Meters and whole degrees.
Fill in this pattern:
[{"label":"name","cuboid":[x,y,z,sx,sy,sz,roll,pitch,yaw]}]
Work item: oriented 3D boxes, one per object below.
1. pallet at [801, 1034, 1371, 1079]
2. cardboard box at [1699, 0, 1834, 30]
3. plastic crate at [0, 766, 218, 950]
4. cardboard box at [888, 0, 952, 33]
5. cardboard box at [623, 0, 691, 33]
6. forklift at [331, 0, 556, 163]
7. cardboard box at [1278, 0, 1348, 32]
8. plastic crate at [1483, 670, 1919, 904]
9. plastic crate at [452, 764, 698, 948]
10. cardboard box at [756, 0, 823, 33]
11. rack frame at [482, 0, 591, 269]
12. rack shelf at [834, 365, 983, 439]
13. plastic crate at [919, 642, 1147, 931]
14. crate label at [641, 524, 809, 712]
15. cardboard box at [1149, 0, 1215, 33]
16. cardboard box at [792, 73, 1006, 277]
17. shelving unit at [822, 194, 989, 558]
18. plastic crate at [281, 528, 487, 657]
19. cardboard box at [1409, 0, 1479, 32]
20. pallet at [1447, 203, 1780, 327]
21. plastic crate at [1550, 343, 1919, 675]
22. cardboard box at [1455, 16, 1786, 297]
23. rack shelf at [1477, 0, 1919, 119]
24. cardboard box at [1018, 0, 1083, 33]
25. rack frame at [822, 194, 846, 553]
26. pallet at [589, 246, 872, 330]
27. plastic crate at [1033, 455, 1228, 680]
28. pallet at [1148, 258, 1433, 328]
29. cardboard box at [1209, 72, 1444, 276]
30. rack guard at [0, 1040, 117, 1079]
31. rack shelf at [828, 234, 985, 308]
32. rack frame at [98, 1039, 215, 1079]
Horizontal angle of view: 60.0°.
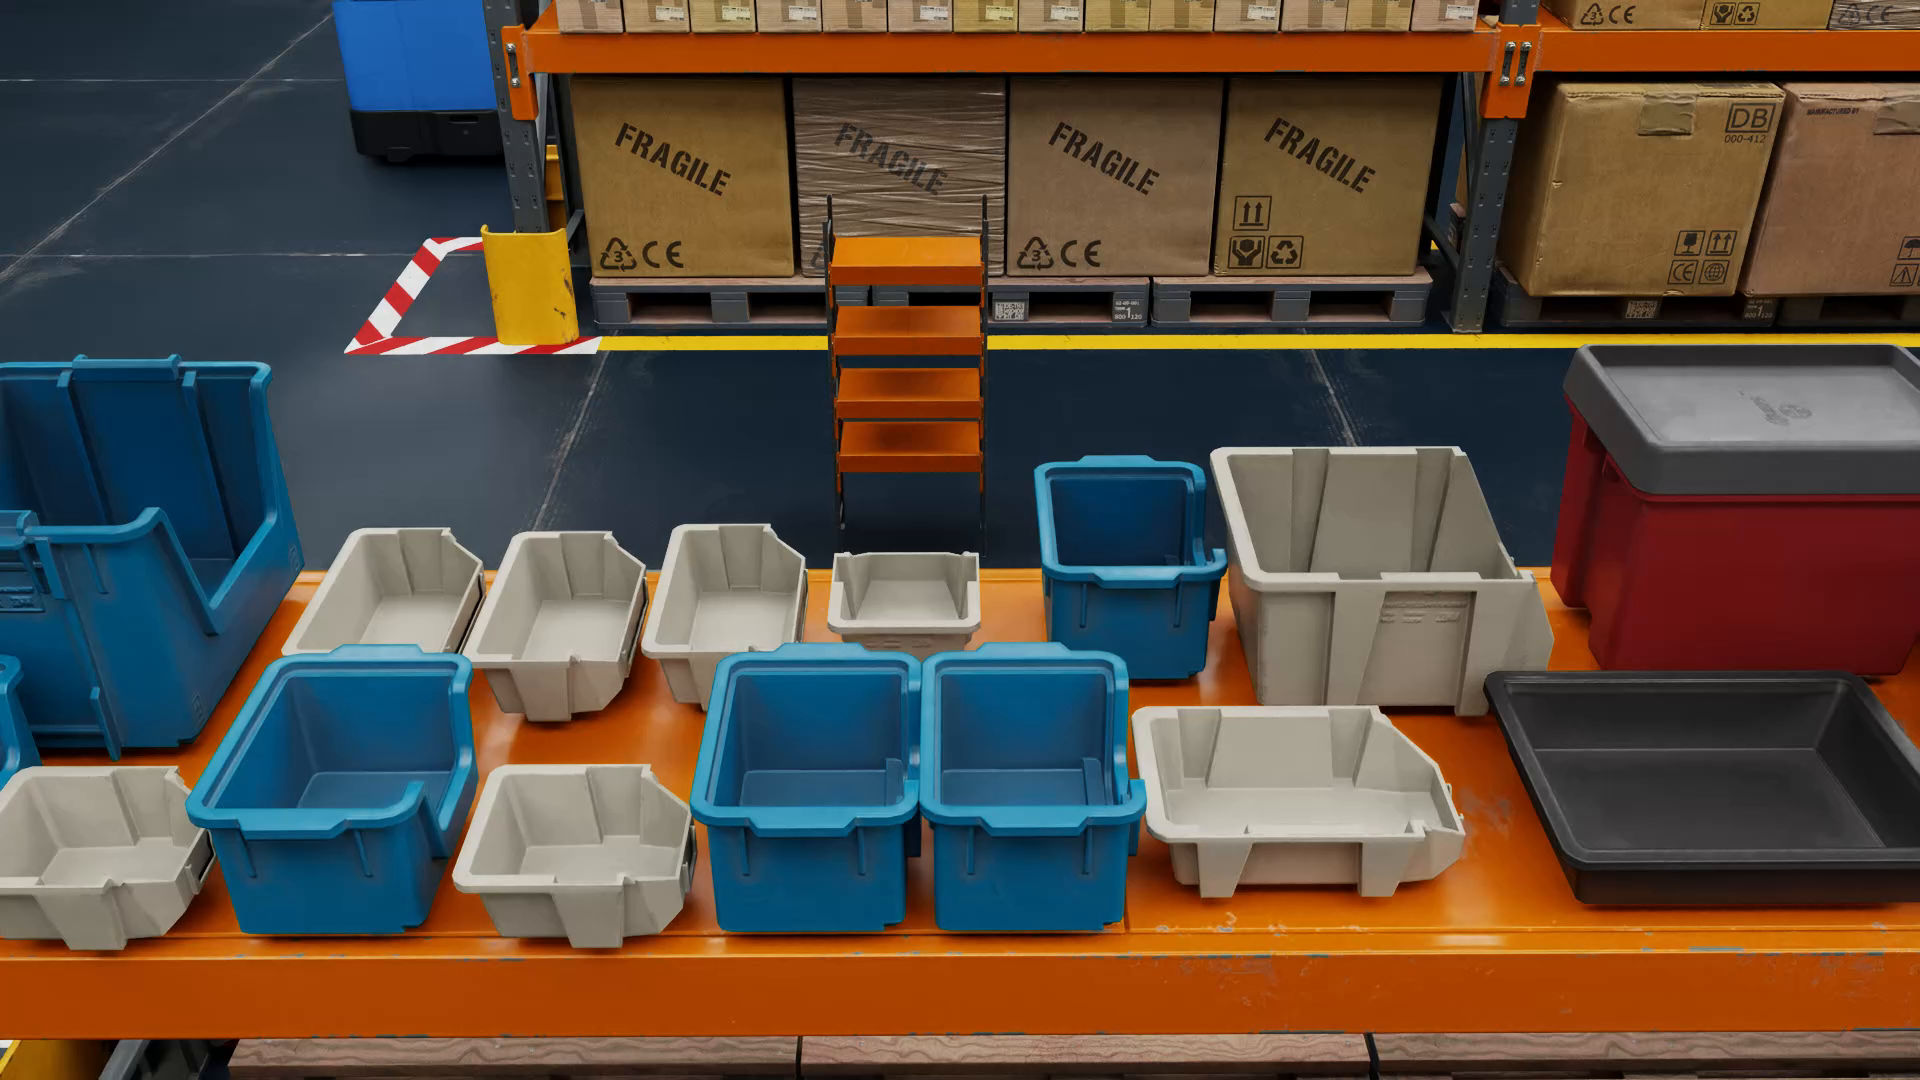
[{"label":"pallet","cuboid":[0.271,1.356,3.311,1.213,0.211,1.003,0,31,0]},{"label":"cardboard box","cuboid":[3.164,-2.350,6.634,0.500,0.500,0.500,0,31,0]},{"label":"plastic crate","cuboid":[-1.201,0.448,2.317,0.298,0.136,0.250,0,31,0]},{"label":"cardboard box","cuboid":[-0.158,-2.148,6.641,0.250,0.149,0.380,0,31,-1]},{"label":"cardboard box","cuboid":[-1.187,-2.145,6.635,0.250,0.149,0.380,-1,31,-1]},{"label":"forklift","cuboid":[-1.829,-3.603,8.862,3.031,2.935,1.130,-2,31,-3]},{"label":"cardboard box","cuboid":[1.382,-2.153,6.649,0.250,0.149,0.380,-1,31,-1]},{"label":"plastic crate","cuboid":[1.112,0.371,2.454,0.590,0.125,0.437,0,31,0]},{"label":"plastic crate","cuboid":[-0.522,0.446,2.320,0.298,0.136,0.250,0,31,0]},{"label":"cardboard box","cuboid":[-0.670,-2.147,6.639,0.250,0.149,0.380,-1,31,-1]},{"label":"rack frame","cuboid":[-1.801,-2.420,6.848,0.127,3.000,1.000,0,31,0]},{"label":"rack shelf","cuboid":[-0.166,-0.455,5.473,0.480,0.148,0.258,0,31,0]},{"label":"plastic crate","cuboid":[0.095,0.360,2.369,0.300,0.233,0.416,0,31,0]},{"label":"crate label","cuboid":[-0.388,0.132,2.837,0.243,0.136,0.396,0,31,0]},{"label":"cardboard box","cuboid":[0.867,-2.151,6.646,0.250,0.149,0.380,0,31,1]},{"label":"cardboard box","cuboid":[-0.251,-1.738,7.366,0.875,0.875,0.875,0,31,0]},{"label":"shelving unit","cuboid":[-0.166,-0.512,5.438,0.503,1.200,0.258,0,31,0]},{"label":"plastic crate","cuboid":[-0.956,0.139,2.825,0.243,0.136,0.396,0,31,0]},{"label":"cardboard box","cuboid":[1.896,-2.155,6.652,0.250,0.149,0.380,0,31,0]},{"label":"pallet","cuboid":[2.970,-1.282,7.660,1.213,0.211,1.003,0,31,0]},{"label":"plastic crate","cuboid":[1.335,-0.044,2.811,0.583,0.464,0.402,0,31,0]},{"label":"cardboard box","cuboid":[2.839,-1.717,7.331,0.875,0.875,1.225,0,31,0]},{"label":"rack shelf","cuboid":[4.199,-2.132,7.065,4.000,0.370,1.077,0,31,0]},{"label":"cardboard box","cuboid":[0.357,-2.150,6.644,0.250,0.149,0.380,0,31,1]},{"label":"rack frame","cuboid":[-0.410,-0.512,5.437,0.015,1.200,0.240,0,31,0]},{"label":"pallet","cuboid":[-1.001,-1.271,7.642,1.213,0.211,1.003,0,31,0]},{"label":"plastic crate","cuboid":[0.281,0.055,2.871,0.300,0.233,0.416,0,31,0]},{"label":"pallet","cuboid":[1.438,-1.279,7.655,1.213,0.211,1.003,0,31,0]},{"label":"cardboard box","cuboid":[1.539,-1.744,7.375,0.875,0.875,0.875,0,31,0]},{"label":"rack guard","cuboid":[-1.795,1.224,3.250,0.348,0.500,1.175,0,31,0]},{"label":"rack shelf","cuboid":[-0.166,-0.848,5.234,0.480,0.148,0.258,0,31,0]},{"label":"rack frame","cuboid":[-1.771,0.149,2.613,0.127,3.000,1.000,0,31,0]}]
